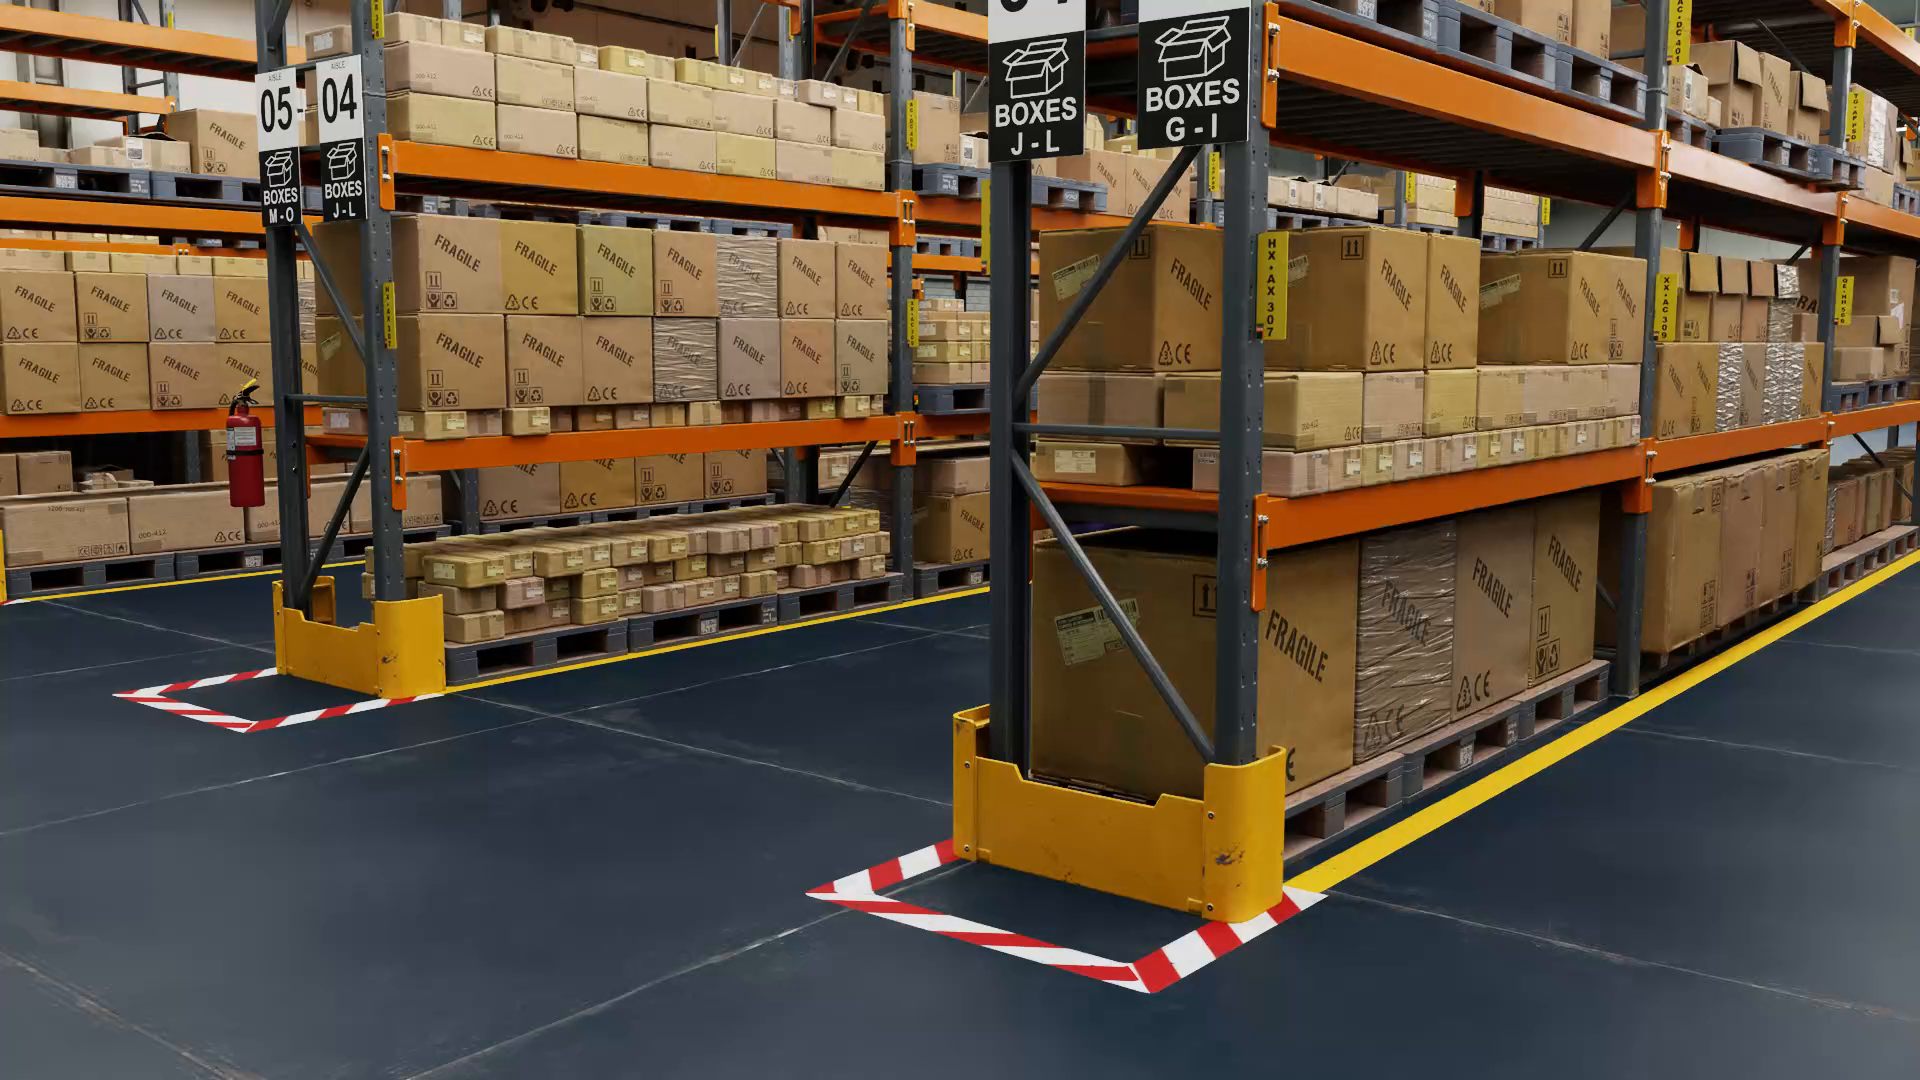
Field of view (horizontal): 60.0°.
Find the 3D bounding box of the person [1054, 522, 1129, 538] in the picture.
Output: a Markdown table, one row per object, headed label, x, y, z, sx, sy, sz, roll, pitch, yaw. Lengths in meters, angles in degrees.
| label | x | y | z | sx | sy | sz | roll | pitch | yaw |
| --- | --- | --- | --- | --- | --- | --- | --- | --- | --- |
| person | 0.721 | -0.044 | 8.648 | 0.537 | 1.651 | 0.374 | 5 | 9 | 38 |
